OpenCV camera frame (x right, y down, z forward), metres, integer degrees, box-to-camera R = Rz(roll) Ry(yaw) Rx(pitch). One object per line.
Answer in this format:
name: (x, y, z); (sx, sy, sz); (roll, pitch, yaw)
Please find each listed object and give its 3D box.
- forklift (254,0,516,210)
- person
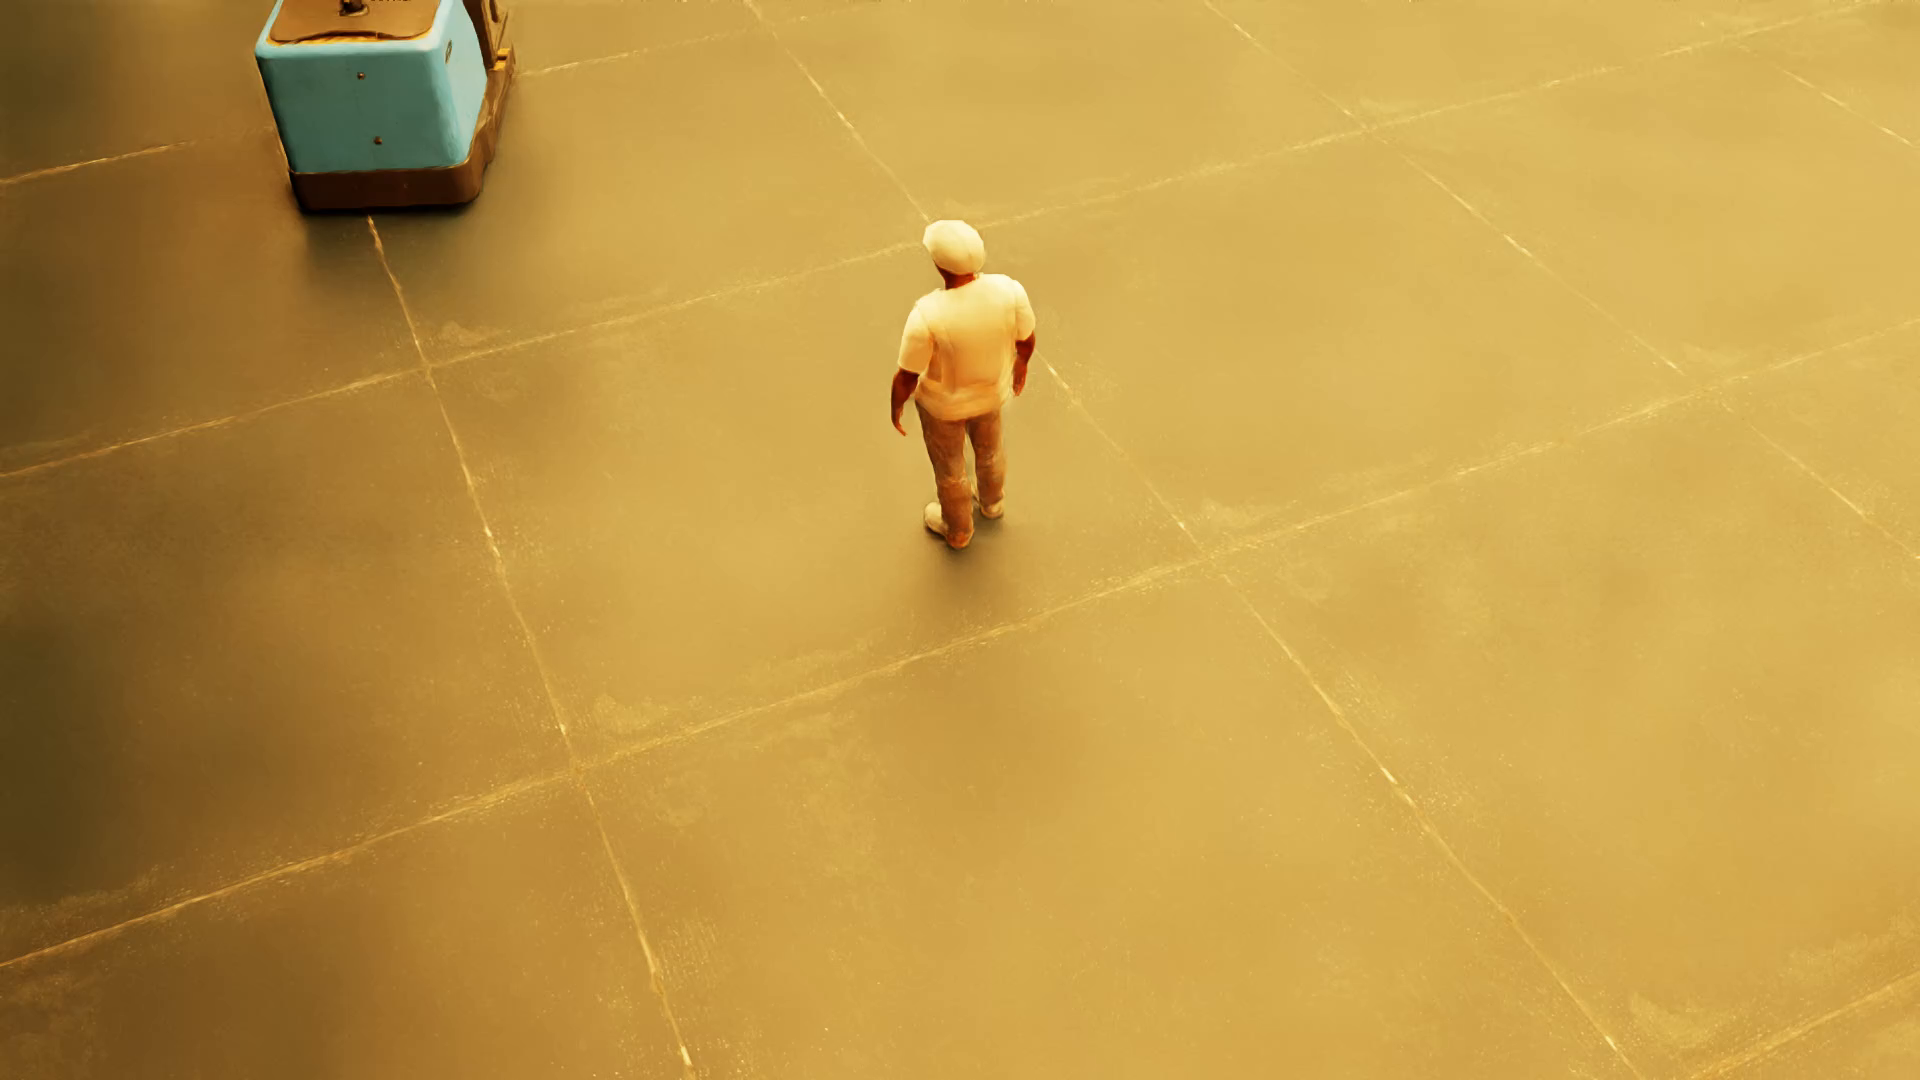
forklift: (-3.528, -4.021, 9.989); (1.130, 2.935, 3.031); (-3, 43, -4)
person: (-0.024, -0.695, 7.269); (0.665, 1.766, 0.576); (-18, 46, -18)
